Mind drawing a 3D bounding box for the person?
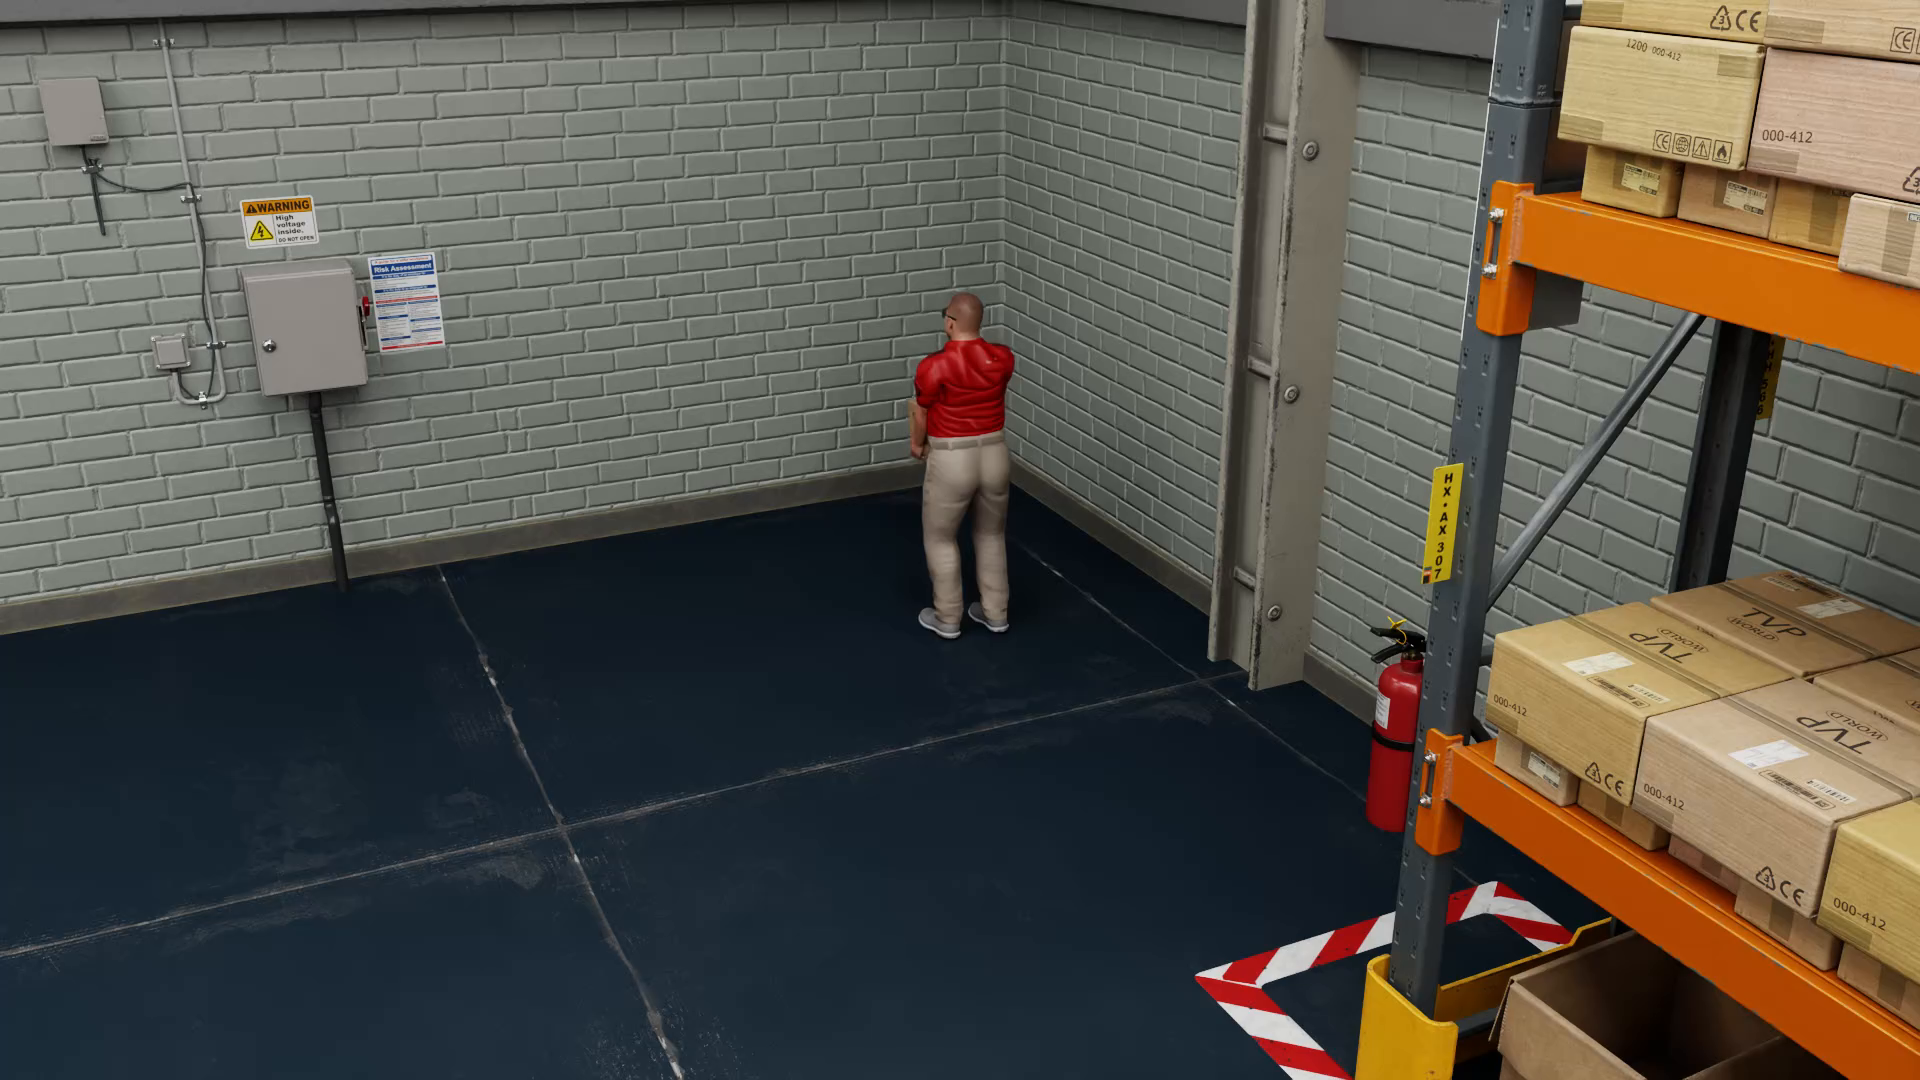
[{"bbox_3d":[-0.022,-0.372,8.047,0.490,1.725,0.543,-10,24,-24],"label":"person"}]
